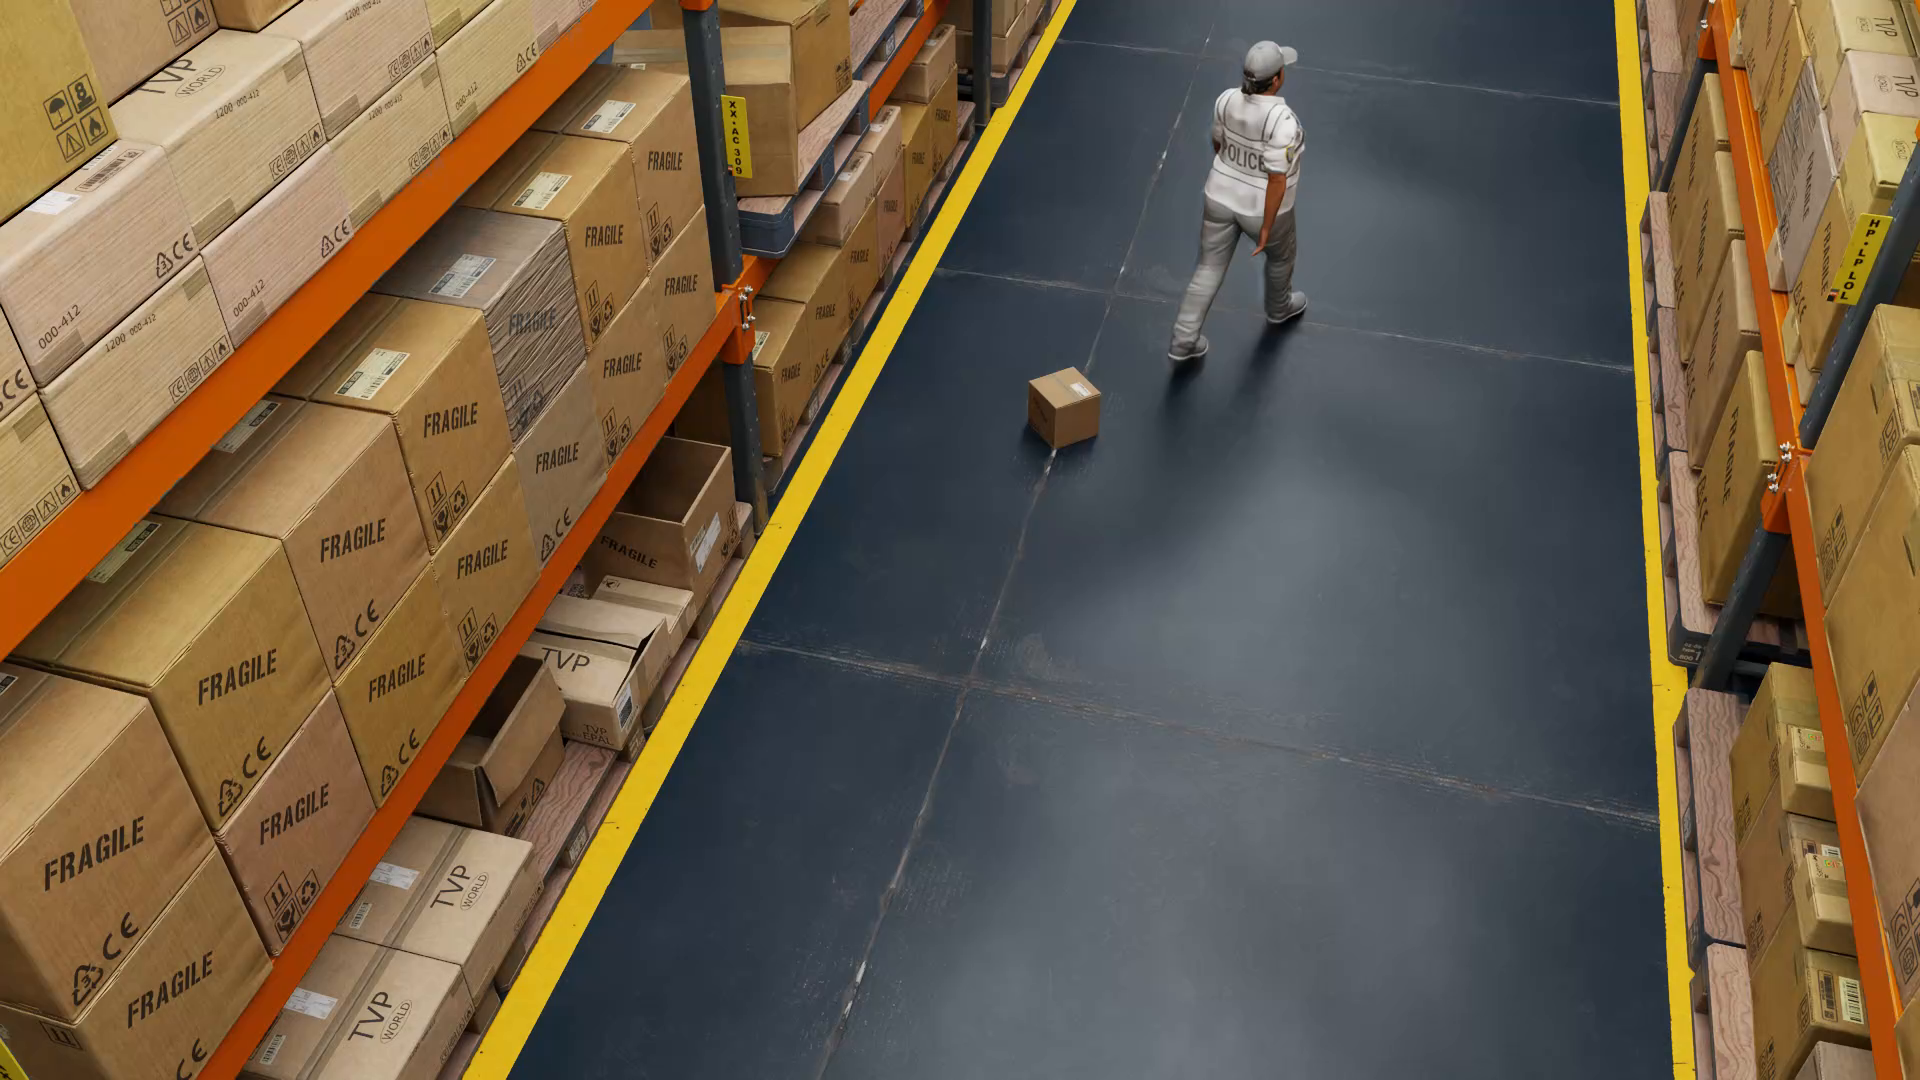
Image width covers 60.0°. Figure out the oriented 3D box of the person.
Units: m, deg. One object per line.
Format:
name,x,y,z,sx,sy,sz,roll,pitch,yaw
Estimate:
person,1.408,-1.666,8.050,0.478,1.606,0.999,26,48,27
